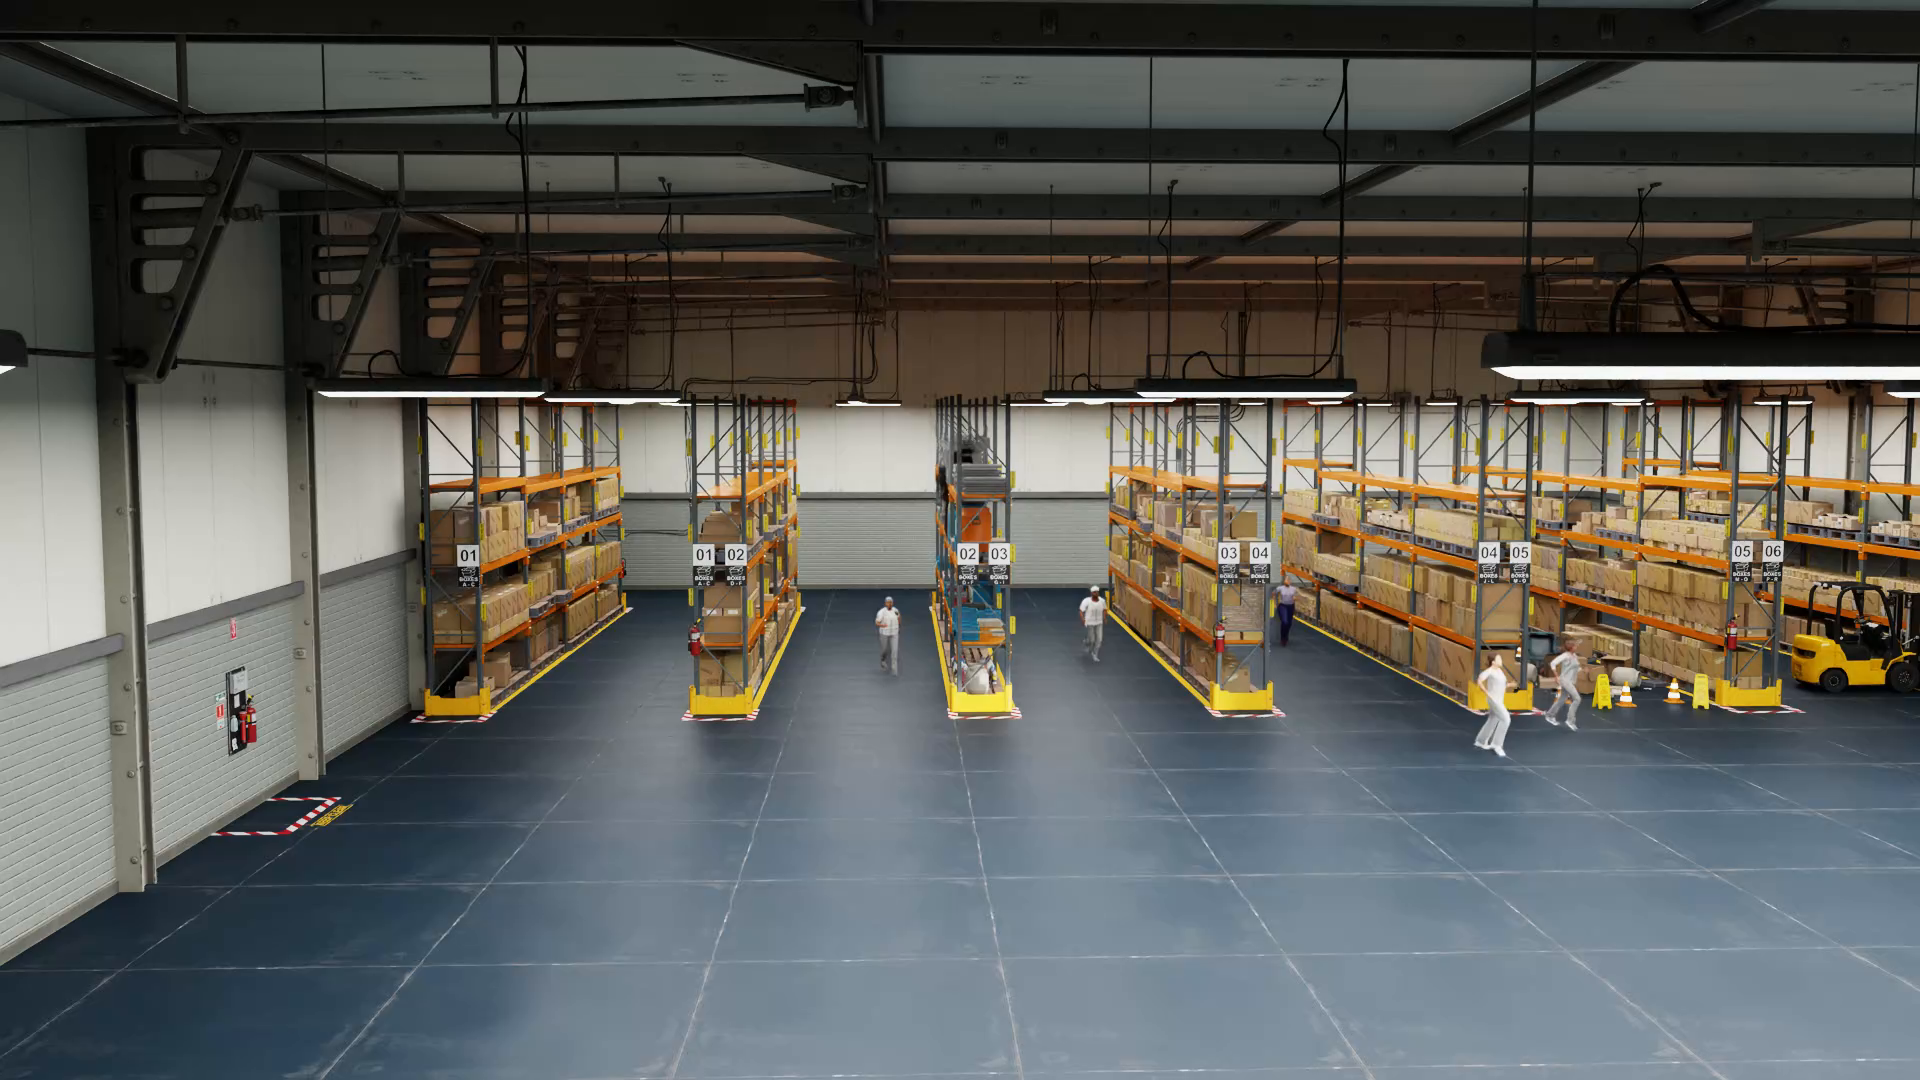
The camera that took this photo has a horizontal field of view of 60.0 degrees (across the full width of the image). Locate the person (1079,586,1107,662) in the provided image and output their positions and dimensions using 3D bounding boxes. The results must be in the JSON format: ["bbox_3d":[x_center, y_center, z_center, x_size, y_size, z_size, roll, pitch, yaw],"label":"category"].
[{"bbox_3d":[3.036,1.890,37.920,0.687,1.719,0.645,-1,5,-15],"label":"person"}]

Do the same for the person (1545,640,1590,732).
[{"bbox_3d":[10.849,2.588,29.684,0.783,1.637,0.498,3,6,37],"label":"person"}]

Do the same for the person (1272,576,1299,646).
[{"bbox_3d":[7.940,1.727,40.462,0.577,1.714,0.735,-1,5,-12],"label":"person"}]

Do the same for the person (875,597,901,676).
[{"bbox_3d":[-1.534,2.056,35.962,0.609,1.667,0.921,-1,5,-15],"label":"person"}]

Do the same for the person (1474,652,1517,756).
[{"bbox_3d":[8.902,2.715,27.653,0.694,1.707,0.544,3,6,35],"label":"person"}]
